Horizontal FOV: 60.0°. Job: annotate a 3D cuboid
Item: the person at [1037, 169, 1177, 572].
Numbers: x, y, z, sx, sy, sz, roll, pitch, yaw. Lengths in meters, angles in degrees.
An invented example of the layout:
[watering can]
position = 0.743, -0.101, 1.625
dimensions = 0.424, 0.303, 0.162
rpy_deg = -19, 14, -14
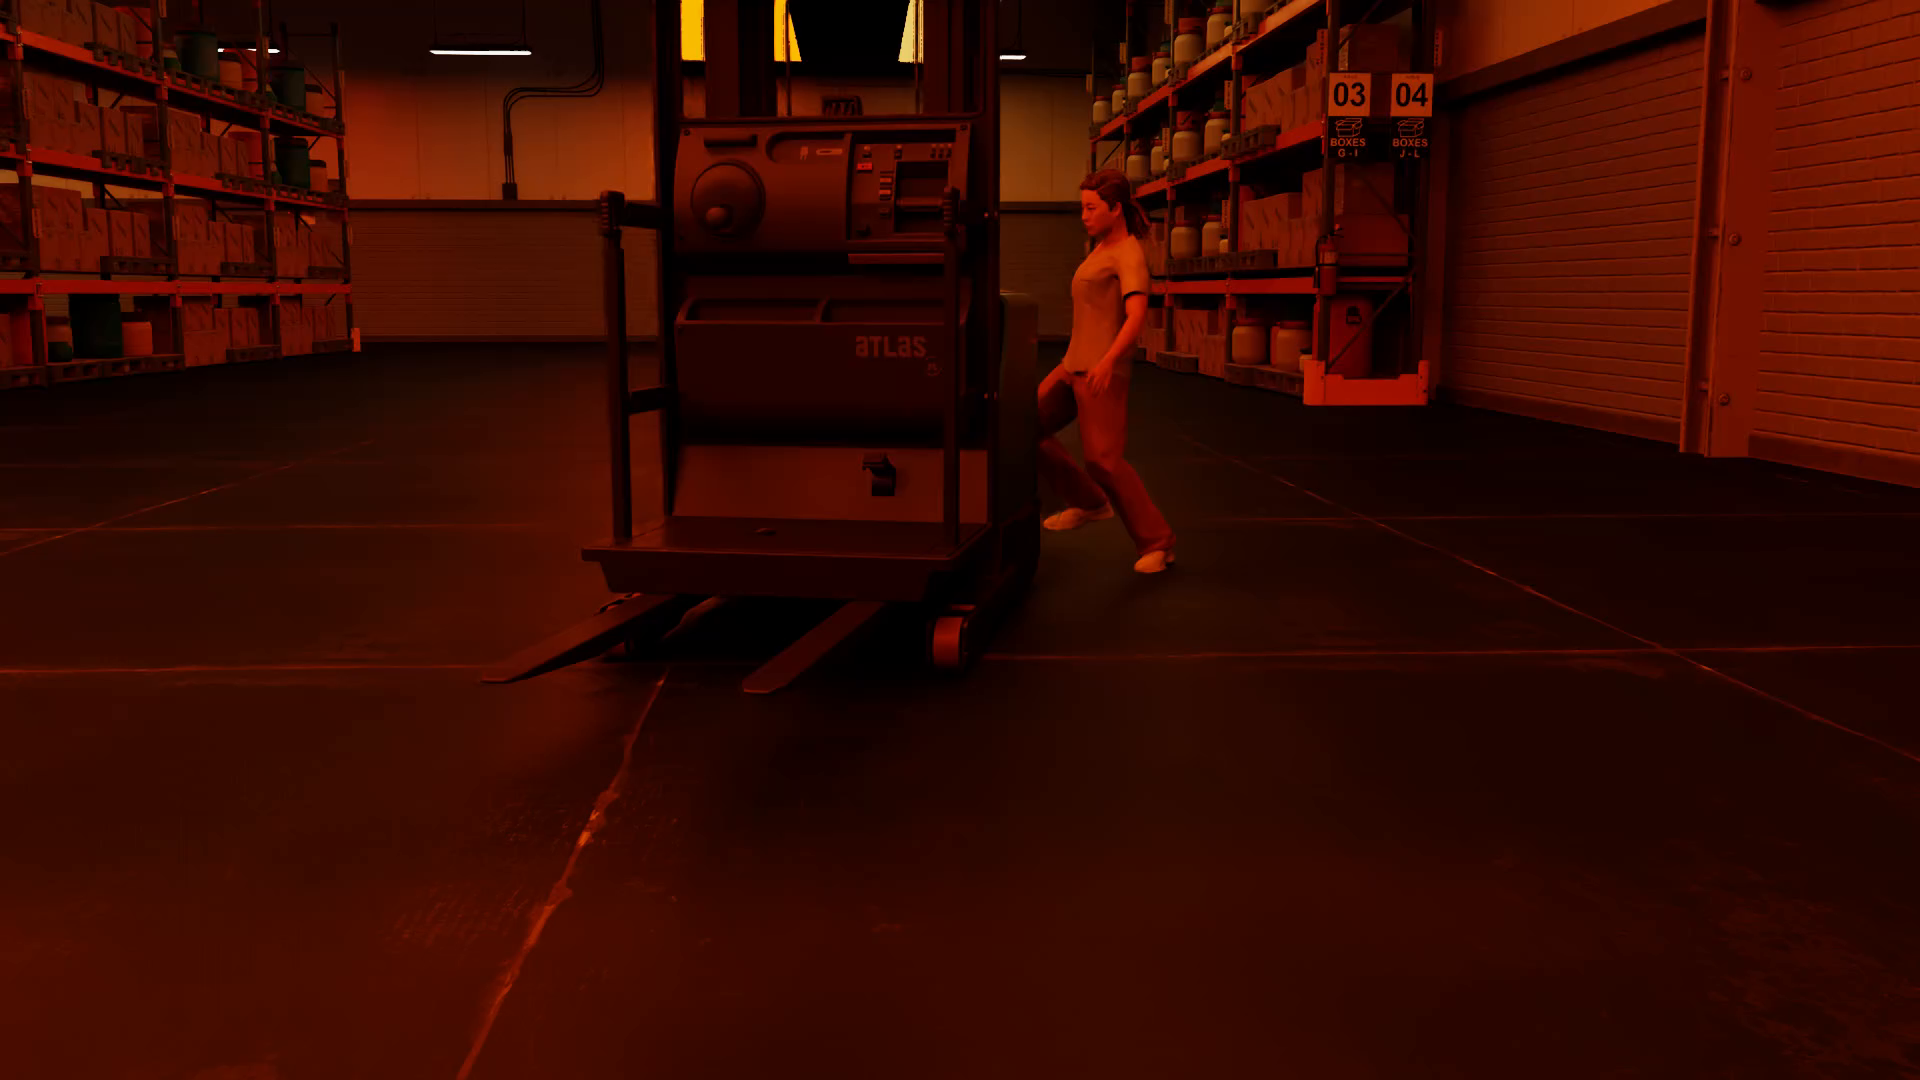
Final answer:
[person]
position = 0.547, -0.690, 6.701
dimensions = 0.586, 1.573, 0.848
rpy_deg = -2, 9, -10

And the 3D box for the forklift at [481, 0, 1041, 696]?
[forklift]
position = -0.464, -1.128, 4.926
dimensions = 1.130, 2.935, 3.031
rpy_deg = 2, 9, 10
